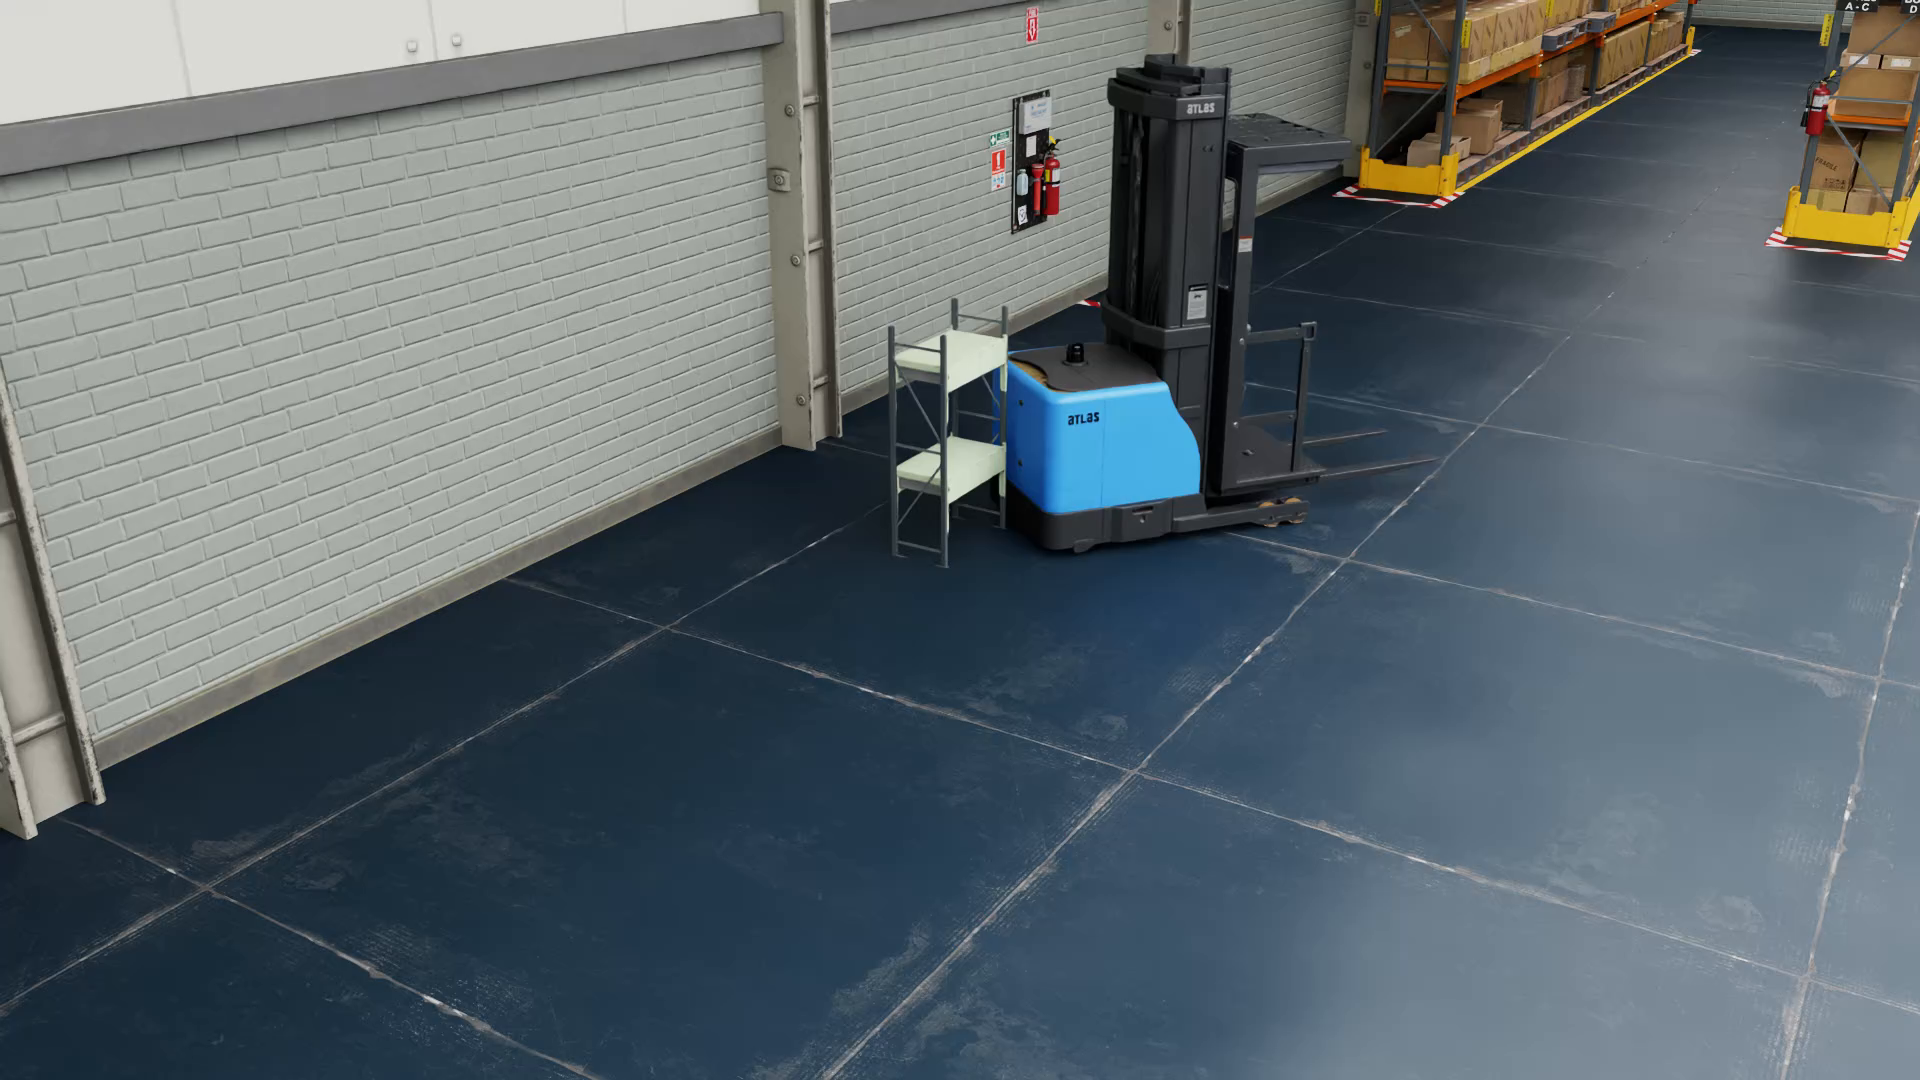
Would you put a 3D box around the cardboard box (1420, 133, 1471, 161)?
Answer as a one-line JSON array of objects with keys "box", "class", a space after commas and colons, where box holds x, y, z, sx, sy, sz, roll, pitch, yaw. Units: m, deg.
[{"box": [6.318, -5.139, 21.677, 0.500, 0.311, 0.500, 16, 28, 33], "class": "cardboard box"}]

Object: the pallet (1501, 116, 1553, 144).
[{"box": [8.095, -6.098, 24.570, 1.003, 0.211, 1.213, 14, 27, 29], "class": "pallet"}]

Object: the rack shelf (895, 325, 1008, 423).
[{"box": [-0.066, -1.032, 10.264, 0.431, 0.370, 0.720, 13, 27, 28], "class": "rack shelf"}]

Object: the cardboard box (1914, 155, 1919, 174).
[{"box": [11.565, -4.639, 20.623, 0.500, 0.250, 0.500, 14, 27, 29], "class": "cardboard box"}]

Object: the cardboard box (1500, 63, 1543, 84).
[{"box": [8.289, -6.914, 24.595, 0.500, 0.250, 0.500, 13, 27, 28], "class": "cardboard box"}]

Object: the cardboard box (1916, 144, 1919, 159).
[{"box": [11.563, -4.984, 20.475, 0.500, 0.500, 0.500, 14, 27, 29], "class": "cardboard box"}]

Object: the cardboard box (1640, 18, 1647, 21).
[{"box": [12.691, -9.734, 31.260, 0.380, 0.149, 0.250, 14, 27, 29], "class": "cardboard box"}]

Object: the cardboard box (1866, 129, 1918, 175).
[{"box": [10.773, -4.477, 19.305, 0.500, 0.500, 0.500, 14, 27, 29], "class": "cardboard box"}]

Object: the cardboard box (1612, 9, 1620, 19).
[{"box": [10.518, -8.576, 27.075, 0.380, 0.149, 0.250, 15, 27, 31], "class": "cardboard box"}]

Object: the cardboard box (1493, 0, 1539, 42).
[{"box": [7.441, -7.005, 22.375, 0.500, 0.500, 0.500, 14, 27, 29], "class": "cardboard box"}]

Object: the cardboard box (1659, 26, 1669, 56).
[{"box": [12.928, -9.432, 31.381, 0.700, 0.500, 0.500, 15, 27, 30], "class": "cardboard box"}]

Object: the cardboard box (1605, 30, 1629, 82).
[{"box": [10.762, -8.186, 28.060, 0.750, 0.750, 0.750, 14, 27, 29], "class": "cardboard box"}]

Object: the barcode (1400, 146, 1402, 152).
[{"box": [5.687, -5.041, 21.438, 0.001, 0.075, 0.075, 14, 27, 29], "class": "barcode"}]

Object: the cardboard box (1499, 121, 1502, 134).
[{"box": [7.429, -5.829, 23.452, 0.380, 0.166, 0.250, 10, 25, 22], "class": "cardboard box"}]

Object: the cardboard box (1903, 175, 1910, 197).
[{"box": [10.783, -4.131, 19.449, 0.500, 0.250, 0.500, 14, 27, 29], "class": "cardboard box"}]

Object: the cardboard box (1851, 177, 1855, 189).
[{"box": [10.071, -4.072, 19.314, 0.500, 0.250, 0.500, 14, 27, 29], "class": "cardboard box"}]

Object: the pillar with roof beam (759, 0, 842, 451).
[{"box": [2.537, -3.983, 8.622, 9.100, 9.000, 0.400, 14, 27, 29], "class": "pillar with roof beam"}]

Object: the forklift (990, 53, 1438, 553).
[{"box": [1.773, -1.613, 10.787, 3.031, 2.935, 1.130, -9, 25, -19], "class": "forklift"}]

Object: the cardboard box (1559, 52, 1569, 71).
[{"box": [9.106, -7.430, 25.786, 0.500, 0.250, 0.500, 14, 27, 30], "class": "cardboard box"}]

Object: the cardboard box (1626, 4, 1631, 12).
[{"box": [11.110, -9.028, 28.120, 0.380, 0.149, 0.250, 15, 27, 31], "class": "cardboard box"}]

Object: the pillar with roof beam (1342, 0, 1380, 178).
[{"box": [8.867, -8.033, 17.978, 9.100, 9.000, 0.400, 14, 27, 29], "class": "pillar with roof beam"}]

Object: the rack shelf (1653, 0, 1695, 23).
[{"box": [12.961, -10.159, 31.347, 1.077, 0.370, 4.000, 14, 27, 29], "class": "rack shelf"}]

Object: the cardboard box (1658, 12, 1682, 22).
[{"box": [13.684, -10.082, 32.066, 0.380, 0.149, 0.250, 15, 27, 30], "class": "cardboard box"}]

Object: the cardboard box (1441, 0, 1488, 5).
[{"box": [6.717, -6.943, 22.232, 0.500, 0.500, 0.500, 15, 27, 30], "class": "cardboard box"}]

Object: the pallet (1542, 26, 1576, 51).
[{"box": [8.212, -7.254, 23.972, 1.003, 0.211, 1.213, 14, 27, 29], "class": "pallet"}]

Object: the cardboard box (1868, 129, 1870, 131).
[{"box": [10.596, -4.755, 19.946, 0.500, 0.500, 0.500, 14, 27, 29], "class": "cardboard box"}]

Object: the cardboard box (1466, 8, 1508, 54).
[{"box": [6.630, -6.485, 21.173, 0.500, 0.500, 0.500, 13, 27, 27], "class": "cardboard box"}]

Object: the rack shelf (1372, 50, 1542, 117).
[{"box": [6.631, -6.109, 21.992, 1.077, 0.370, 4.000, 14, 27, 29], "class": "rack shelf"}]

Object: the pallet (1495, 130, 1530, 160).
[{"box": [7.361, -5.600, 23.421, 1.003, 0.211, 1.213, 14, 27, 29], "class": "pallet"}]

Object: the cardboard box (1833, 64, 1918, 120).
[{"box": [10.043, -4.928, 18.232, 0.700, 0.500, 0.500, 14, 27, 29], "class": "cardboard box"}]

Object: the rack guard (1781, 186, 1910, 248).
[{"box": [9.773, -3.572, 18.372, 1.175, 0.500, 0.348, 14, 27, 29], "class": "rack guard"}]

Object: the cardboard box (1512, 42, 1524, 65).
[{"box": [7.171, -6.492, 22.134, 0.500, 0.250, 0.500, 14, 27, 29], "class": "cardboard box"}]

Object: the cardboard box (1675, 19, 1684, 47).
[{"box": [13.731, -9.953, 32.583, 0.700, 0.500, 0.500, 14, 27, 29], "class": "cardboard box"}]

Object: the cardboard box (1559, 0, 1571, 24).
[{"box": [8.605, -7.943, 24.642, 0.700, 0.500, 0.500, 18, 29, 36], "class": "cardboard box"}]

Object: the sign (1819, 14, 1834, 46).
[{"box": [9.332, -5.486, 17.891, 0.100, 0.325, 0.005, 14, 27, 29], "class": "sign"}]

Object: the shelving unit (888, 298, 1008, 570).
[{"box": [-0.066, -0.674, 10.419, 0.431, 1.500, 0.755, 13, 27, 28], "class": "shelving unit"}]

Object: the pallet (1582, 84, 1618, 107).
[{"box": [10.275, -7.435, 27.659, 1.003, 0.211, 1.213, 14, 27, 29], "class": "pallet"}]

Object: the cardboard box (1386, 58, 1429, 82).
[{"box": [5.658, -5.903, 20.774, 0.500, 0.250, 0.500, 14, 27, 30], "class": "cardboard box"}]

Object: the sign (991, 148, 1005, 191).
[{"box": [0.330, -3.182, 14.280, 0.001, 0.329, 0.234, 14, 27, 29], "class": "sign"}]

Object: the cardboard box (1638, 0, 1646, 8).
[{"box": [11.590, -9.265, 28.668, 0.380, 0.149, 0.250, 14, 27, 29], "class": "cardboard box"}]

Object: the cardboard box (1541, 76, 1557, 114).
[{"box": [8.593, -6.770, 25.204, 0.700, 0.500, 0.500, 14, 27, 30], "class": "cardboard box"}]

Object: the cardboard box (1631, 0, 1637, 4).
[{"box": [11.084, -9.286, 27.898, 0.500, 0.500, 0.500, 15, 27, 30], "class": "cardboard box"}]

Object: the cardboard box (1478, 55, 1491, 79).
[{"box": [6.365, -5.981, 20.954, 0.500, 0.250, 0.500, 13, 27, 27], "class": "cardboard box"}]

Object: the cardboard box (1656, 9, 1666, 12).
[{"box": [13.627, -10.335, 32.648, 0.380, 0.149, 0.250, 14, 27, 29], "class": "cardboard box"}]

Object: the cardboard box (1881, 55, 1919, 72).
[{"box": [10.176, -5.158, 17.947, 0.380, 0.149, 0.250, 14, 27, 29], "class": "cardboard box"}]

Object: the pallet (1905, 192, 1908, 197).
[{"box": [10.798, -4.125, 20.012, 1.003, 0.211, 1.213, 14, 27, 29], "class": "pallet"}]

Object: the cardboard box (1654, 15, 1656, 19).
[{"box": [13.095, -9.993, 31.859, 0.380, 0.149, 0.250, 14, 27, 30], "class": "cardboard box"}]

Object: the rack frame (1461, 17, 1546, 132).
[{"box": [7.686, -7.114, 23.408, 1.000, 3.000, 0.127, 14, 27, 29], "class": "rack frame"}]

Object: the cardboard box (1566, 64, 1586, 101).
[{"box": [9.460, -7.265, 26.349, 0.700, 0.500, 0.500, 14, 27, 30], "class": "cardboard box"}]

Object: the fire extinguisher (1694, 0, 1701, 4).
[{"box": [14.487, -10.912, 32.747, 0.296, 0.674, 0.183, 14, 27, 29], "class": "fire extinguisher"}]

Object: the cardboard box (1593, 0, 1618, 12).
[{"box": [10.269, -8.766, 26.698, 0.500, 0.500, 0.500, 15, 27, 30], "class": "cardboard box"}]

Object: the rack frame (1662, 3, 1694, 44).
[{"box": [14.016, -11.164, 32.764, 1.000, 3.000, 0.127, 14, 27, 29], "class": "rack frame"}]

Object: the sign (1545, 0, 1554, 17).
[{"box": [8.151, -7.400, 22.979, 0.100, 0.325, 0.005, 14, 27, 29], "class": "sign"}]

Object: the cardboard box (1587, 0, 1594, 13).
[{"box": [9.556, -8.551, 26.048, 0.700, 0.500, 0.500, 11, 26, 23], "class": "cardboard box"}]

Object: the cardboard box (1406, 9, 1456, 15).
[{"box": [5.918, -6.420, 21.024, 0.500, 0.500, 0.500, 14, 27, 30], "class": "cardboard box"}]

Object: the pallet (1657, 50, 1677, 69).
[{"box": [13.016, -9.188, 31.709, 1.003, 0.211, 1.213, 14, 27, 29], "class": "pallet"}]
